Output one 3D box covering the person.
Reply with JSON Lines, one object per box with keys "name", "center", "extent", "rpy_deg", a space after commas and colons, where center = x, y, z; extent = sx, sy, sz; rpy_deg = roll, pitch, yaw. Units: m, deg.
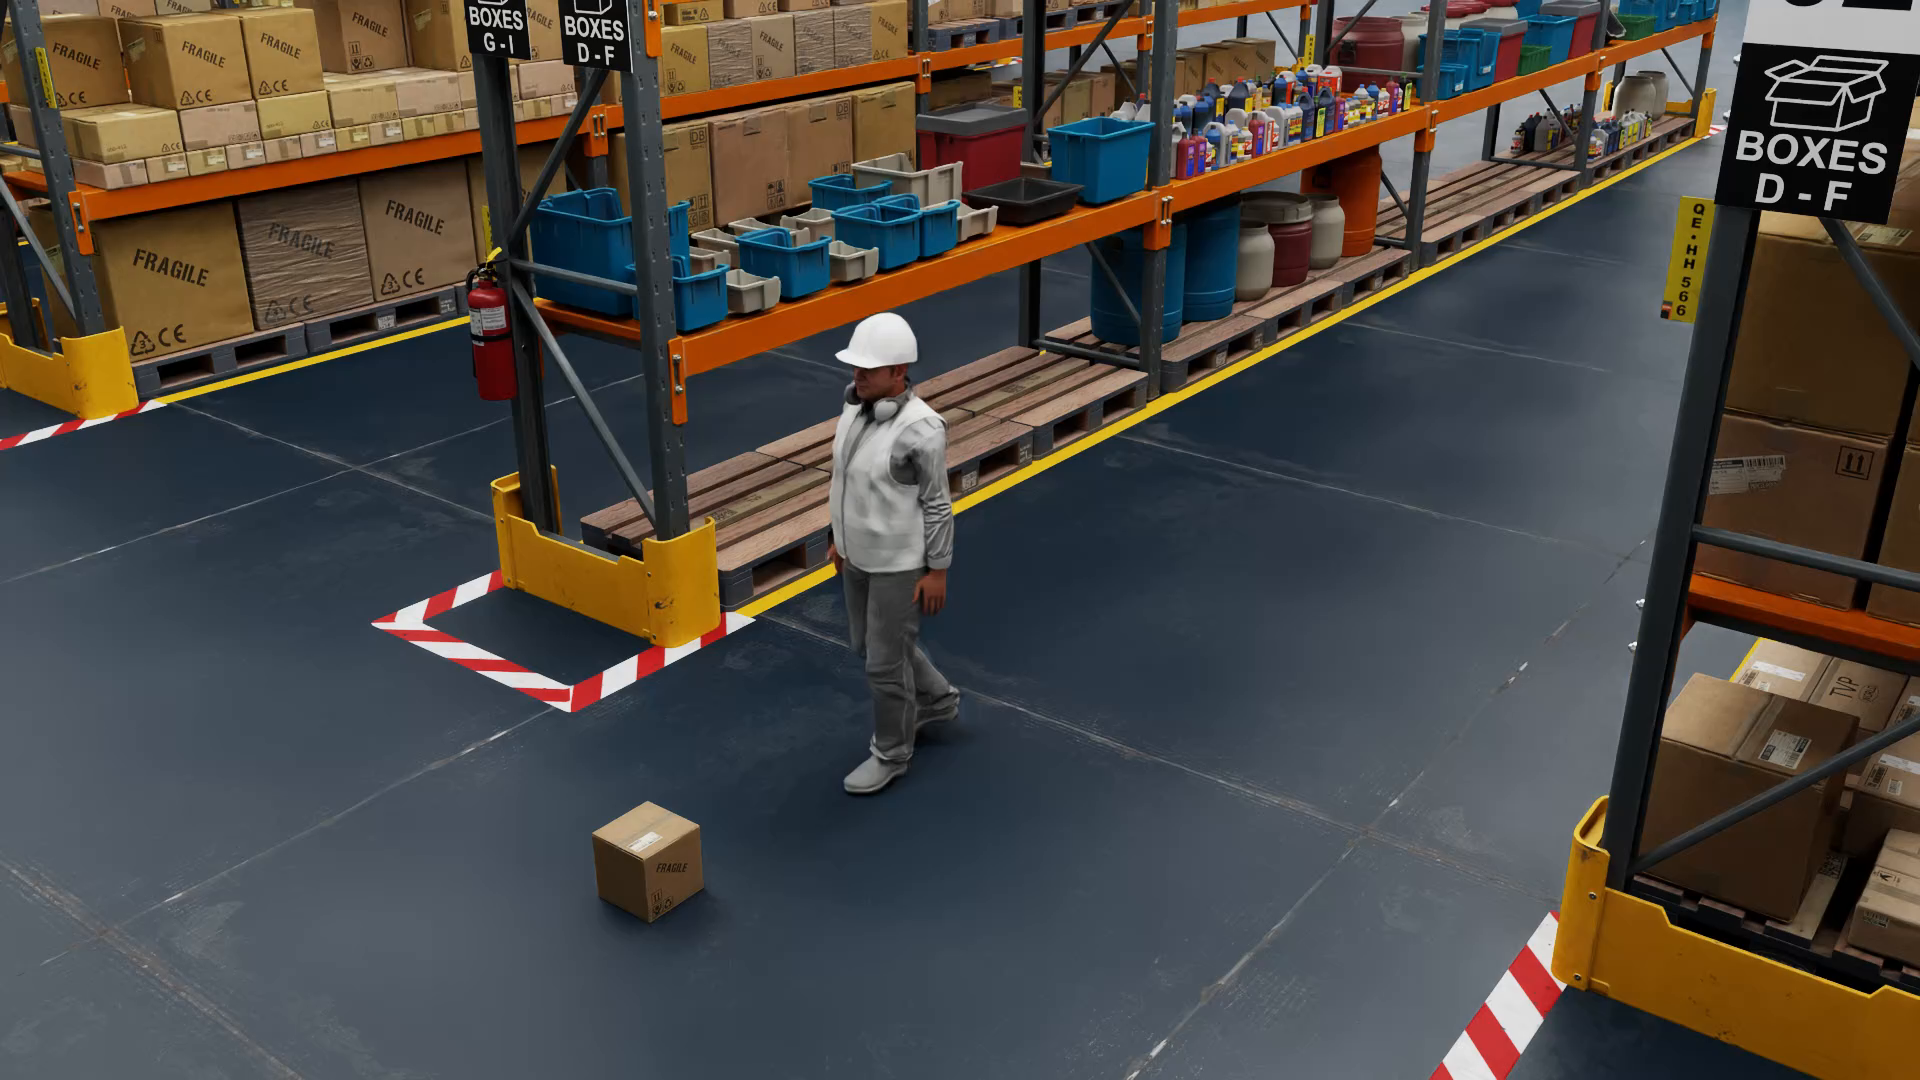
{"name": "person", "center": [-0.222, 0.033, 5.981], "extent": [0.596, 1.774, 0.562], "rpy_deg": [-15, 27, -31]}
